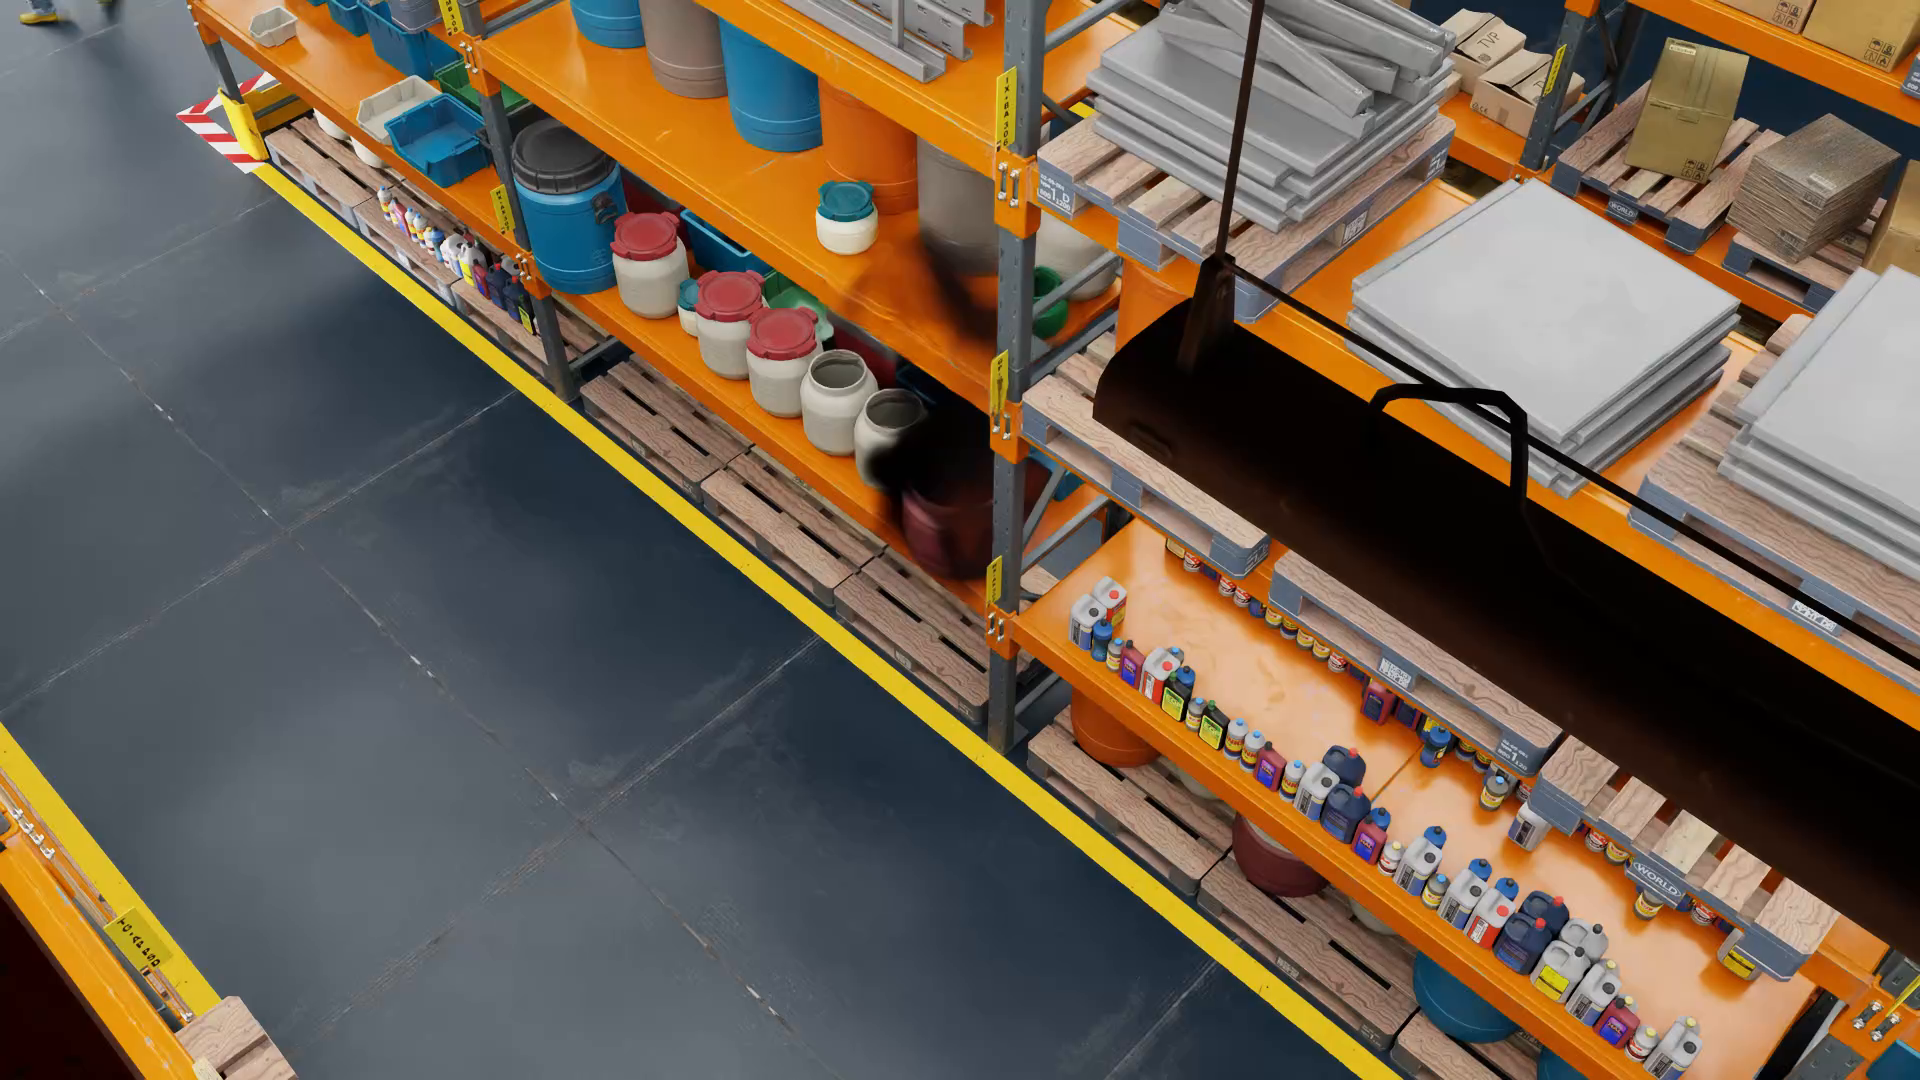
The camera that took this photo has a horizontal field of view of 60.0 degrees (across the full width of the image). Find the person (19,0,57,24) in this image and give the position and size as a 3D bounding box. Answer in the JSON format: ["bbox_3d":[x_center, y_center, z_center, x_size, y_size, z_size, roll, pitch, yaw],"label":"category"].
[{"bbox_3d":[-7.610,-5.054,13.489,0.616,1.751,0.770,9,51,7],"label":"person"}]
